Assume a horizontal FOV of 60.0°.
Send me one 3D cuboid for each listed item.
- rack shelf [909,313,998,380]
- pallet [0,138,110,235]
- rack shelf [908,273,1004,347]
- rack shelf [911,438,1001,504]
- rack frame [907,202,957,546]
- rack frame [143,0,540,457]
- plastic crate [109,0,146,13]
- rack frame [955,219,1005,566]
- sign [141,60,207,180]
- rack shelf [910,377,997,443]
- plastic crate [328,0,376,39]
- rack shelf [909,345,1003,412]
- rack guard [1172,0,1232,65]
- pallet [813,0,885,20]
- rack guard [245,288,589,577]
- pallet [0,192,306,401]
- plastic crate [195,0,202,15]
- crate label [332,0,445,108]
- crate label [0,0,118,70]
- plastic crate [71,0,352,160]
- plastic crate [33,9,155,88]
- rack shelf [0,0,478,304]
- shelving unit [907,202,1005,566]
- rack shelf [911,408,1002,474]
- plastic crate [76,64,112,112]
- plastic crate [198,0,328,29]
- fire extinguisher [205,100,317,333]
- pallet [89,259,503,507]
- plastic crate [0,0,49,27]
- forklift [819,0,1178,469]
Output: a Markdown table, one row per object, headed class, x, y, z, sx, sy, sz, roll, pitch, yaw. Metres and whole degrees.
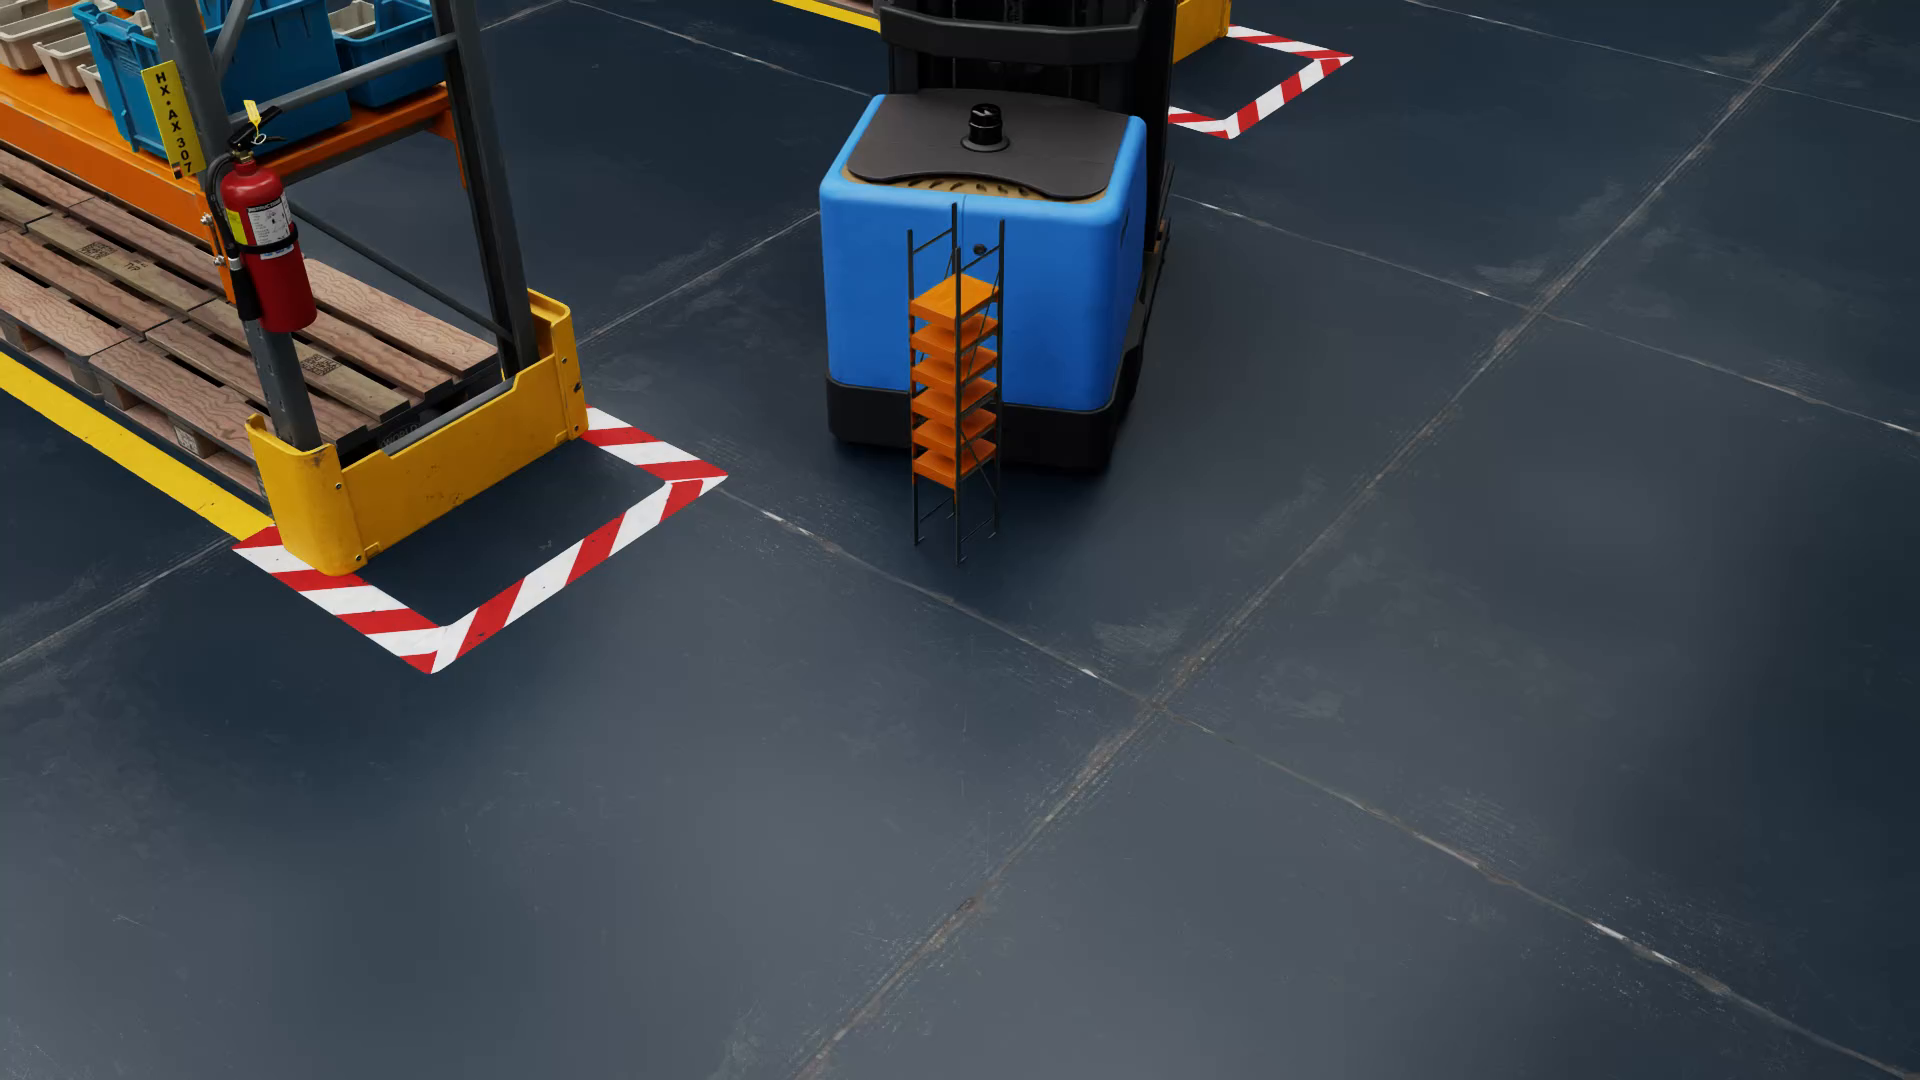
| class | x | y | z | sx | sy | sz | roll | pitch | yaw |
| --- | --- | --- | --- | --- | --- | --- | --- | --- | --- |
| rack shelf | -0.012 | -0.632 | 5.266 | 0.180 | 0.103 | 0.258 | 25 | 45 | 29 |
| pallet | -4.466 | -1.538 | 7.543 | 1.213 | 0.211 | 1.003 | 25 | 45 | 29 |
| rack shelf | -0.012 | -0.726 | 5.192 | 0.180 | 0.103 | 0.258 | 25 | 45 | 29 |
| rack shelf | -0.012 | -0.254 | 5.562 | 0.180 | 0.103 | 0.258 | 25 | 45 | 29 |
| rack frame | -0.084 | -0.512 | 5.431 | 0.006 | 1.200 | 0.240 | 25 | 45 | 29 |
| rack frame | -1.896 | -1.394 | 5.098 | 0.127 | 3.000 | 1.000 | 25 | 45 | 29 |
| plastic crate | -2.938 | -2.099 | 6.085 | 0.300 | 0.233 | 0.416 | 25 | 45 | 29 |
| rack frame | 0.061 | -0.444 | 5.343 | 0.006 | 1.200 | 0.240 | 25 | 45 | 29 |
| sign | -2.218 | -1.183 | 4.696 | 0.005 | 0.325 | 0.100 | 25 | 45 | 29 |
| rack shelf | -0.012 | -0.443 | 5.414 | 0.180 | 0.103 | 0.258 | 25 | 45 | 29 |
| plastic crate | -2.097 | -1.728 | 5.690 | 0.298 | 0.136 | 0.250 | 25 | 45 | 29 |
| rack shelf | -0.012 | -0.537 | 5.340 | 0.180 | 0.103 | 0.258 | 25 | 45 | 29 |
| rack guard | 1.056 | -2.863 | 9.001 | 0.348 | 0.500 | 1.175 | 25 | 45 | 29 |
| pallet | -0.543 | -3.504 | 10.055 | 1.213 | 0.211 | 1.003 | 25 | 45 | 29 |
| rack guard | -1.869 | -0.407 | 5.865 | 0.348 | 0.500 | 1.175 | 25 | 45 | 29 |
| pallet | -3.493 | -1.081 | 6.960 | 1.213 | 0.211 | 1.003 | 25 | 45 | 29 |
| plastic crate | -2.636 | -1.983 | 6.014 | 0.298 | 0.136 | 0.250 | 25 | 45 | 29 |
| crate label | -1.892 | -1.606 | 5.455 | 0.303 | 0.233 | 0.416 | 25 | 45 | 29 |
| crate label | -3.112 | -1.739 | 5.703 | 0.243 | 0.136 | 0.396 | 25 | 45 | 29 |
| plastic crate | -2.276 | -1.466 | 5.112 | 0.499 | 0.435 | 0.616 | 25 | 45 | 29 |
| plastic crate | -2.876 | -1.647 | 5.585 | 0.243 | 0.136 | 0.396 | 25 | 45 | 29 |
| rack shelf | -3.485 | -1.860 | 6.276 | 4.000 | 0.370 | 1.077 | 25 | 45 | 29 |
| shelving unit | -0.012 | -0.478 | 5.387 | 0.189 | 1.200 | 0.258 | 25 | 45 | 29 |
| rack shelf | -0.012 | -0.348 | 5.488 | 0.180 | 0.103 | 0.258 | 25 | 45 | 29 |
| plastic crate | -2.654 | -1.531 | 5.437 | 0.243 | 0.136 | 0.396 | 25 | 45 | 29 |
| plastic crate | -2.415 | -1.852 | 5.770 | 0.300 | 0.233 | 0.416 | 25 | 45 | 29 |
| fire extinguisher | -2.053 | -0.938 | 4.880 | 0.183 | 0.674 | 0.296 | 25 | 45 | 29 |
| pallet | -2.528 | -0.624 | 6.376 | 1.213 | 0.211 | 1.003 | 25 | 45 | 29 |
| plastic crate | -3.358 | -1.841 | 5.833 | 0.250 | 0.136 | 0.298 | 25 | 45 | 29 |
| forklift | 0.315 | -2.318 | 6.333 | 1.130 | 2.935 | 3.031 | 7 | 39 | 9 |
